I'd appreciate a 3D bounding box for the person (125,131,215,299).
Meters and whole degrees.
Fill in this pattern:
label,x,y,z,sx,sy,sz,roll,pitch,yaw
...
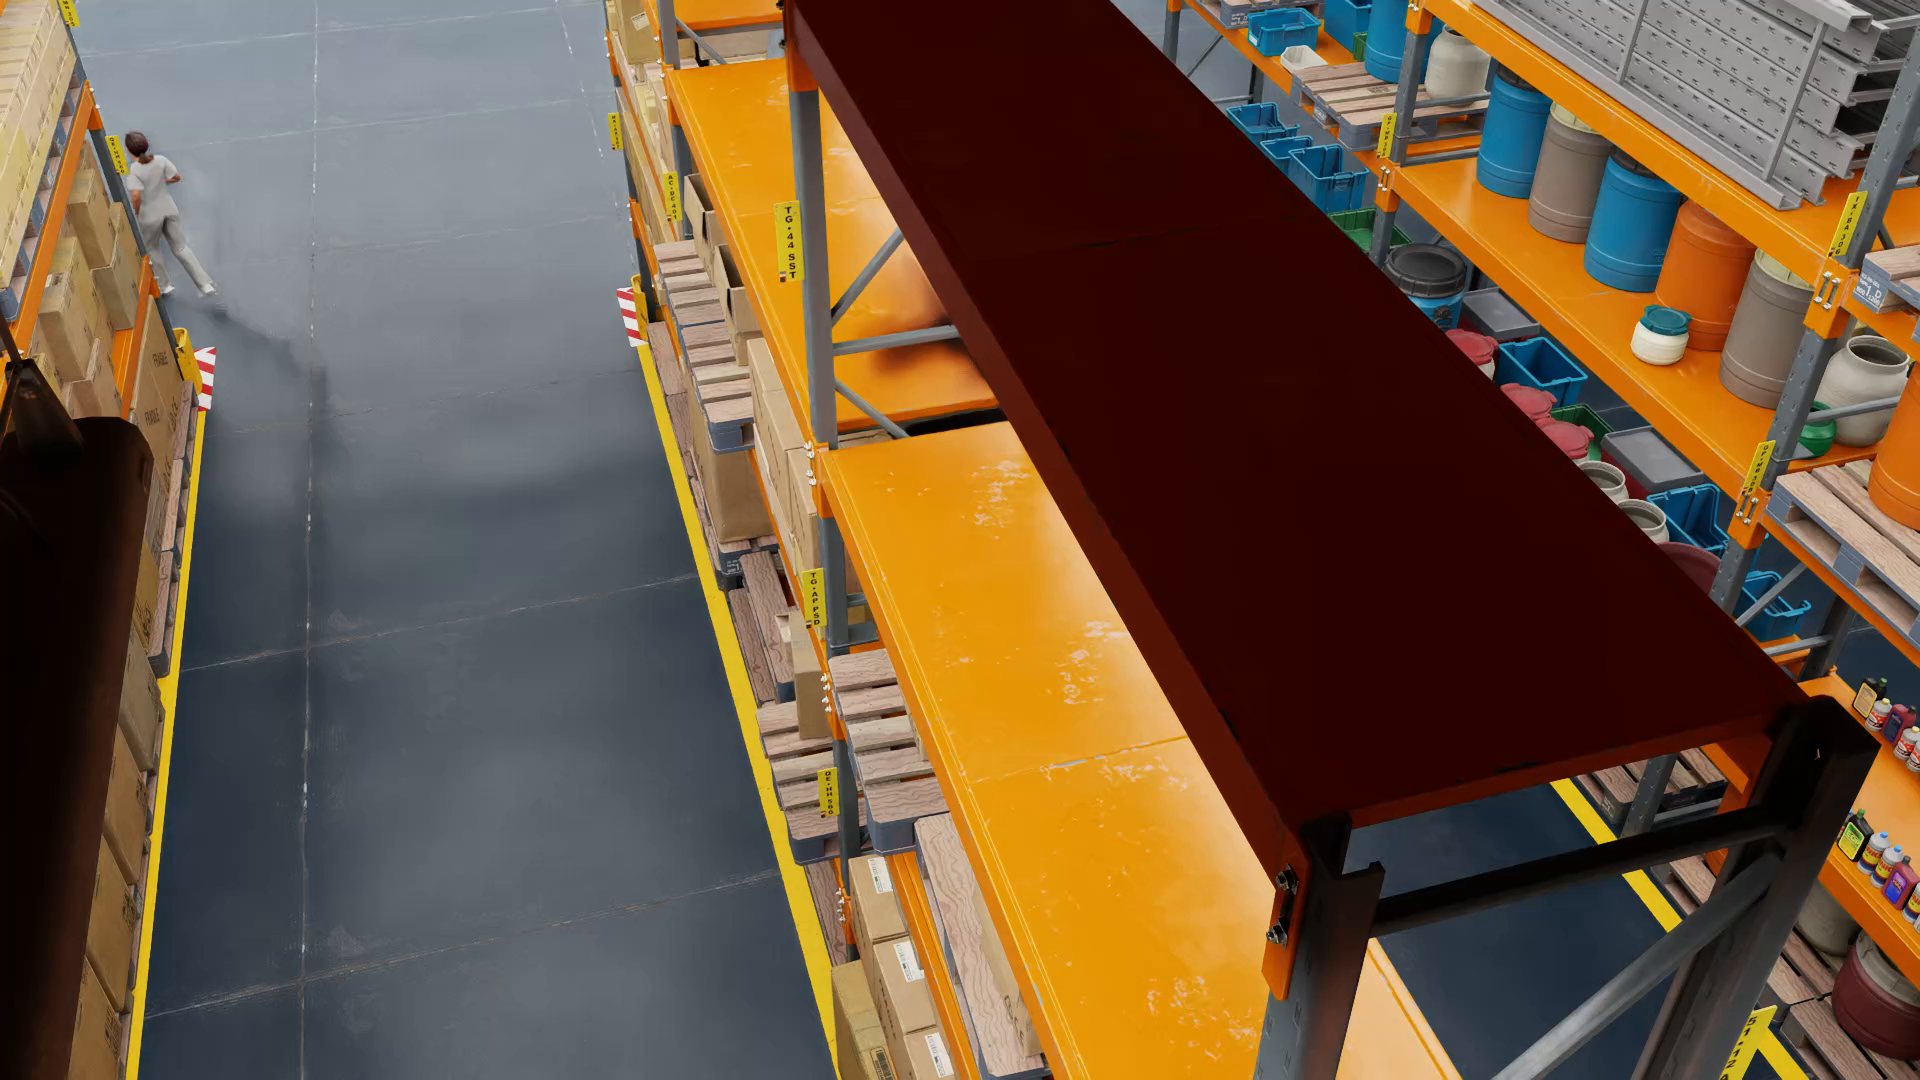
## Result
label,x,y,z,sx,sy,sz,roll,pitch,yaw
person,-7.286,-2.939,15.175,0.842,1.693,0.570,27,46,30
